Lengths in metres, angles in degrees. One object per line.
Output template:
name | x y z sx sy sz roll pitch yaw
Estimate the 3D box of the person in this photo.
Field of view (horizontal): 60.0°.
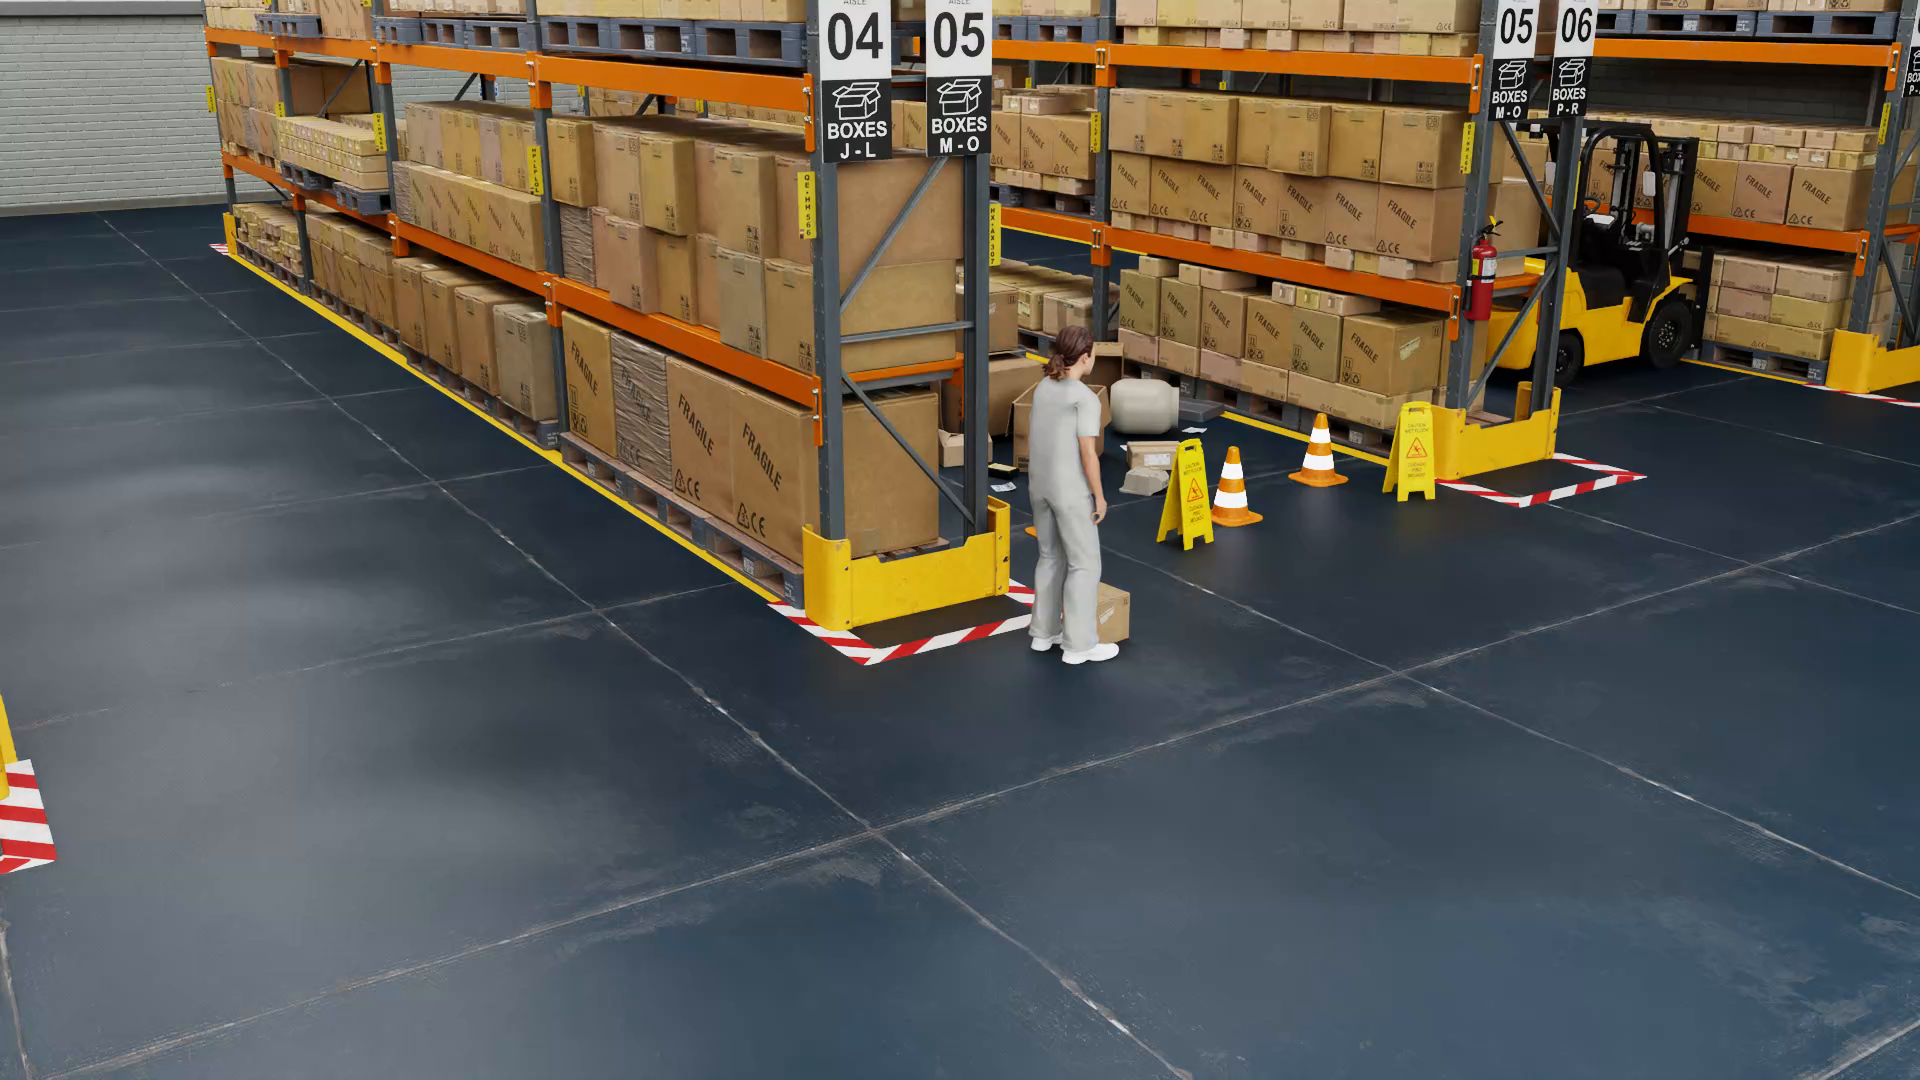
person | 0.532 -0.230 8.260 0.356 1.673 0.493 -14 23 -36
